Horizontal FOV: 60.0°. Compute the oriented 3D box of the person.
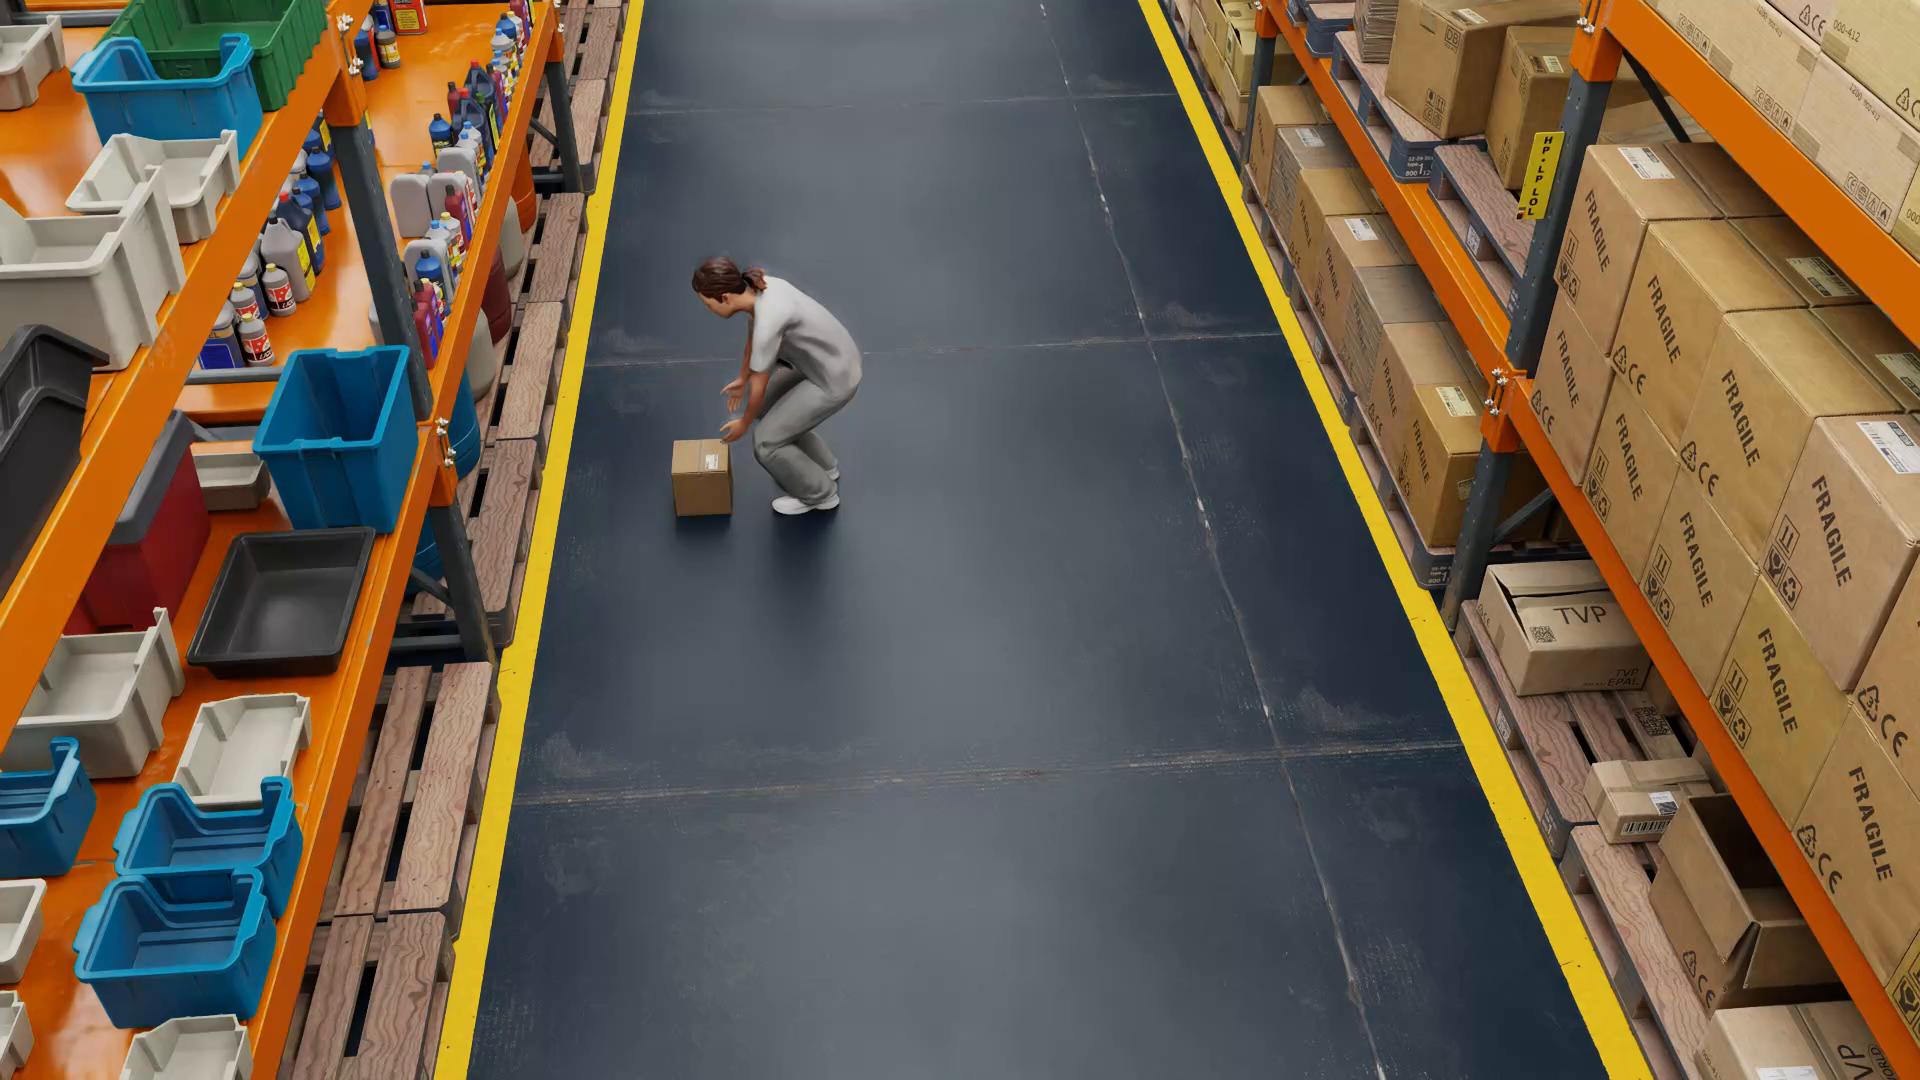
[{"bbox_3d":[-0.775,-0.686,7.315,0.697,1.275,0.495,-3,39,-4],"label":"person"}]
